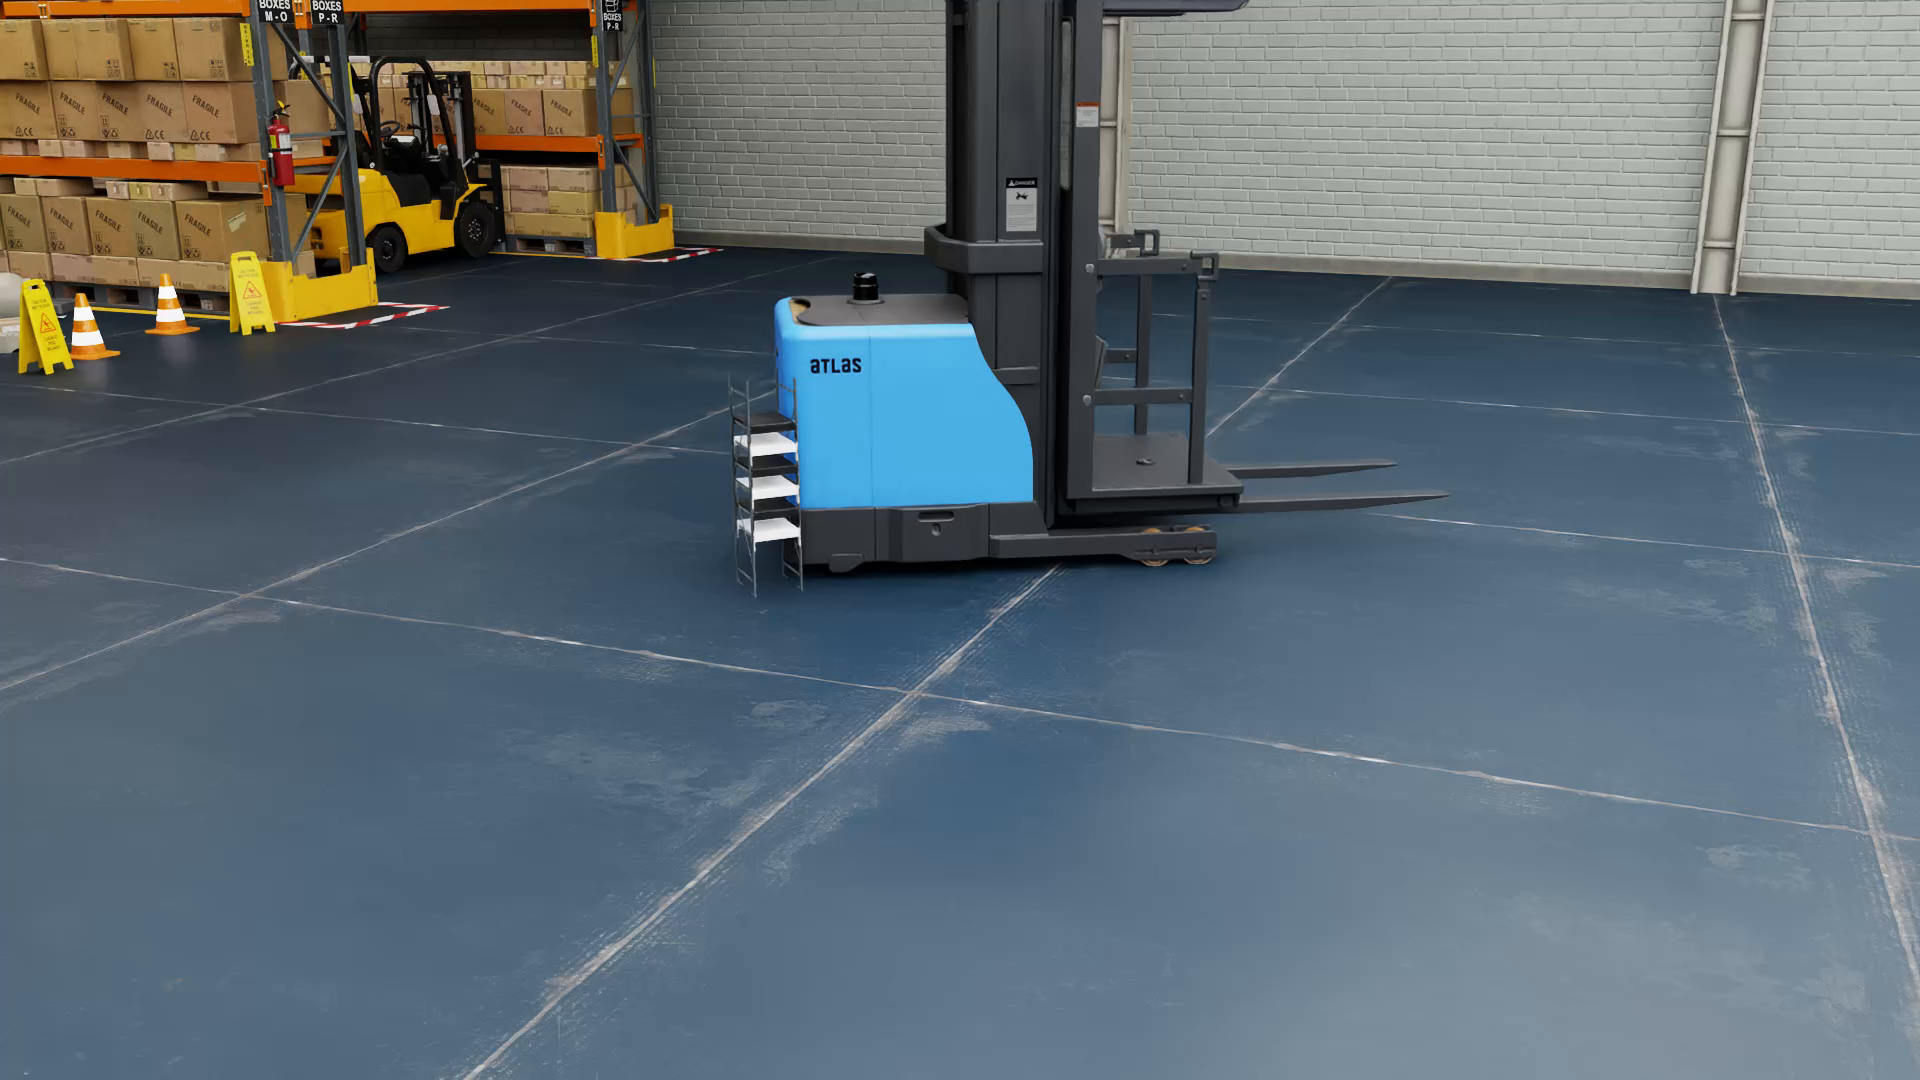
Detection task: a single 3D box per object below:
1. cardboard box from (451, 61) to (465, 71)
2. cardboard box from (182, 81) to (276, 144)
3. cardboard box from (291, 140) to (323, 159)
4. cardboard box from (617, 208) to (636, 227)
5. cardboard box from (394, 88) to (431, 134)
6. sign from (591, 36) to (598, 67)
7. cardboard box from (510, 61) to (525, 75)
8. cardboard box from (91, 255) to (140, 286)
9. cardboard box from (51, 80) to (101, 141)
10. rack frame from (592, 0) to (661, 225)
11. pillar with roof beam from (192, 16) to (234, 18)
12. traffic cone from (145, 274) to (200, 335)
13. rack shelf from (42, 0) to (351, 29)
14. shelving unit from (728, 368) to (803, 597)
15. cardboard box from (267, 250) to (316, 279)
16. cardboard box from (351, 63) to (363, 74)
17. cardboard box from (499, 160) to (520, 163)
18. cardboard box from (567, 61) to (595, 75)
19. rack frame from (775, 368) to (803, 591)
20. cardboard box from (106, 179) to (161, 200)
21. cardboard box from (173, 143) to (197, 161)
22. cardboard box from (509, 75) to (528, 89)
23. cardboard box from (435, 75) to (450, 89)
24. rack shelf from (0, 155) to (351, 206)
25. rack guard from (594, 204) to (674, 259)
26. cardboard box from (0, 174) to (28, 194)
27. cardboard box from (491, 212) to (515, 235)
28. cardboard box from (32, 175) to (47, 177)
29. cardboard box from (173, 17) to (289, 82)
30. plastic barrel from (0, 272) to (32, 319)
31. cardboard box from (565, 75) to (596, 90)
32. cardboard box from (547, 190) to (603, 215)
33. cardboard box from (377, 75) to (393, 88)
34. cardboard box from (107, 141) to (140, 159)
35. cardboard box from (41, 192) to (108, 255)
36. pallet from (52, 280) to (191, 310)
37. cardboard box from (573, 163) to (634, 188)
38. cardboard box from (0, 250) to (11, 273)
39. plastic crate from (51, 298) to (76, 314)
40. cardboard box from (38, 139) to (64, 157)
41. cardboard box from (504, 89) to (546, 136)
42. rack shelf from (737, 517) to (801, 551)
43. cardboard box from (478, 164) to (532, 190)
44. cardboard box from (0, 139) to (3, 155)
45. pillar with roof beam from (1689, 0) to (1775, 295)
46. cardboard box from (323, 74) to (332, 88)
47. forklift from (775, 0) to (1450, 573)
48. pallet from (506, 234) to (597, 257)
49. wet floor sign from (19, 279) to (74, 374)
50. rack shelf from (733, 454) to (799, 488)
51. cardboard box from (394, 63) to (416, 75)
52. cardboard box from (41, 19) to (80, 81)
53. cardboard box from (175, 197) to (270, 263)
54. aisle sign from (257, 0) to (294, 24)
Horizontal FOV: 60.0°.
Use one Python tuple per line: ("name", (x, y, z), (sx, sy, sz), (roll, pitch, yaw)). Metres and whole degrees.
("cardboard box", (-5.546, -5.354, 18.861), (0.250, 0.149, 0.380), (7, 17, 21))
("cardboard box", (-6.130, -3.602, 13.988), (0.500, 0.500, 0.500), (6, 17, 20))
("cardboard box", (-5.764, -3.395, 14.437), (0.250, 0.149, 0.380), (6, 17, 21))
("cardboard box", (-4.092, -3.697, 19.206), (0.500, 0.250, 0.500), (6, 17, 21))
("cardboard box", (-6.149, -4.958, 19.193), (0.500, 0.500, 0.500), (6, 17, 20))
("sign", (-3.919, -5.245, 17.859), (0.005, 0.325, 0.100), (6, 17, 21))
("cardboard box", (-4.816, -5.281, 18.607), (0.250, 0.149, 0.380), (6, 17, 21))
("cardboard box", (-7.343, -2.428, 14.836), (0.500, 0.250, 0.500), (6, 17, 19))
("cardboard box", (-7.523, -3.763, 14.543), (0.500, 0.500, 0.500), (6, 17, 21))
("rack frame", (-3.707, -4.715, 18.534), (0.127, 3.000, 1.000), (6, 17, 21))
("pillar with roof beam", (-11.185, -7.398, 17.016), (0.400, 9.000, 9.100), (6, 17, 21))
("traffic cone", (-6.398, -1.918, 13.451), (0.334, 0.463, 0.336), (6, 17, 21))
("rack shelf", (-9.288, -6.423, 20.330), (4.000, 0.370, 1.077), (6, 17, 21))
("shelving unit", (-0.804, -0.238, 6.877), (0.210, 0.900, 0.258), (-8, 18, -25))
("cardboard box", (-6.173, -2.462, 14.954), (0.500, 0.250, 0.500), (6, 17, 20))
("cardboard box", (-6.957, -5.518, 19.424), (0.250, 0.149, 0.380), (7, 17, 21))
("cardboard box", (-5.486, -4.333, 19.603), (0.500, 0.250, 0.500), (6, 17, 20))
("cardboard box", (-4.117, -5.199, 18.326), (0.250, 0.149, 0.380), (6, 17, 21))
("rack frame", (-0.712, -0.250, 6.920), (0.006, 0.900, 0.240), (-8, 18, -25))
("cardboard box", (-7.209, -3.068, 14.532), (0.250, 0.149, 0.380), (7, 18, 23))
("cardboard box", (-6.458, -3.318, 14.173), (0.250, 0.149, 0.380), (6, 17, 20))
("cardboard box", (-4.826, -5.126, 18.608), (0.250, 0.149, 0.380), (6, 17, 20))
("cardboard box", (-5.796, -5.219, 18.929), (0.250, 0.149, 0.380), (6, 17, 19))
("rack shelf", (-7.385, -3.286, 14.903), (4.000, 0.370, 1.077), (6, 17, 21))
("rack guard", (-3.684, -3.512, 18.874), (0.348, 0.500, 1.175), (6, 17, 21))
("cardboard box", (-8.701, -3.230, 15.090), (0.250, 0.149, 0.380), (7, 17, 21))
("cardboard box", (-5.181, -3.669, 19.110), (0.500, 0.250, 0.500), (6, 17, 21))
("cardboard box", (-11.621, -4.522, 21.599), (0.500, 0.500, 0.500), (7, 18, 22))
("cardboard box", (-6.080, -4.094, 13.888), (0.500, 0.500, 0.700), (6, 17, 19))
("plastic barrel", (-8.001, -2.008, 13.832), (0.512, 0.421, 0.421), (-9, 18, -27))
("cardboard box", (-4.132, -5.037, 18.301), (0.250, 0.149, 0.380), (7, 17, 21))
("cardboard box", (-4.274, -3.805, 18.681), (0.500, 0.250, 0.500), (6, 17, 20))
("cardboard box", (-6.531, -5.293, 19.181), (0.250, 0.149, 0.380), (7, 17, 22))
("cardboard box", (-7.166, -3.402, 14.462), (0.250, 0.149, 0.380), (6, 17, 20))
("cardboard box", (-7.812, -2.842, 14.916), (0.500, 0.500, 0.500), (7, 18, 24))
("pallet", (-7.469, -2.313, 15.263), (1.213, 0.211, 1.003), (6, 17, 21))
("cardboard box", (-4.084, -4.174, 19.057), (0.500, 0.250, 0.500), (6, 17, 20))
("cardboard box", (-8.796, -2.587, 15.383), (0.500, 0.250, 0.500), (5, 17, 18))
("plastic crate", (-8.086, -2.061, 14.629), (0.583, 0.080, 0.402), (0, 16, 1))
("cardboard box", (-7.883, -3.467, 14.686), (0.250, 0.149, 0.380), (6, 17, 21))
("cardboard box", (-4.740, -4.800, 18.650), (0.500, 0.500, 0.500), (7, 18, 22))
("rack shelf", (-0.803, -0.033, 6.937), (0.200, 0.077, 0.258), (-8, 18, -25))
("cardboard box", (-5.200, -4.142, 18.946), (0.500, 0.250, 0.500), (7, 17, 21))
("cardboard box", (-8.558, -3.568, 15.036), (0.250, 0.149, 0.380), (6, 17, 20))
("pillar with roof beam", (5.560, -5.557, 10.673), (0.400, 9.000, 9.100), (6, 17, 21))
("cardboard box", (-7.228, -5.383, 19.491), (0.250, 0.149, 0.380), (6, 17, 20))
("forklift", (0.692, -1.433, 7.354), (3.031, 2.935, 1.130), (-2, 16, -8))
("pallet", (-4.433, -3.443, 19.154), (1.213, 0.211, 1.003), (6, 17, 21))
("wet floor sign", (-6.493, -1.513, 11.727), (0.232, 0.644, 0.267), (3, 17, 11))
("rack shelf", (-0.804, -0.292, 6.861), (0.200, 0.077, 0.258), (-8, 18, -25))
("cardboard box", (-6.270, -5.417, 19.077), (0.250, 0.149, 0.380), (6, 17, 20))
("cardboard box", (-7.473, -4.260, 14.461), (0.500, 0.500, 0.700), (6, 17, 20))
("cardboard box", (-6.365, -2.683, 14.367), (0.500, 0.500, 0.500), (6, 17, 21))
("aisle sign", (-5.573, -4.594, 13.454), (0.004, 0.787, 0.394), (6, 17, 21))
